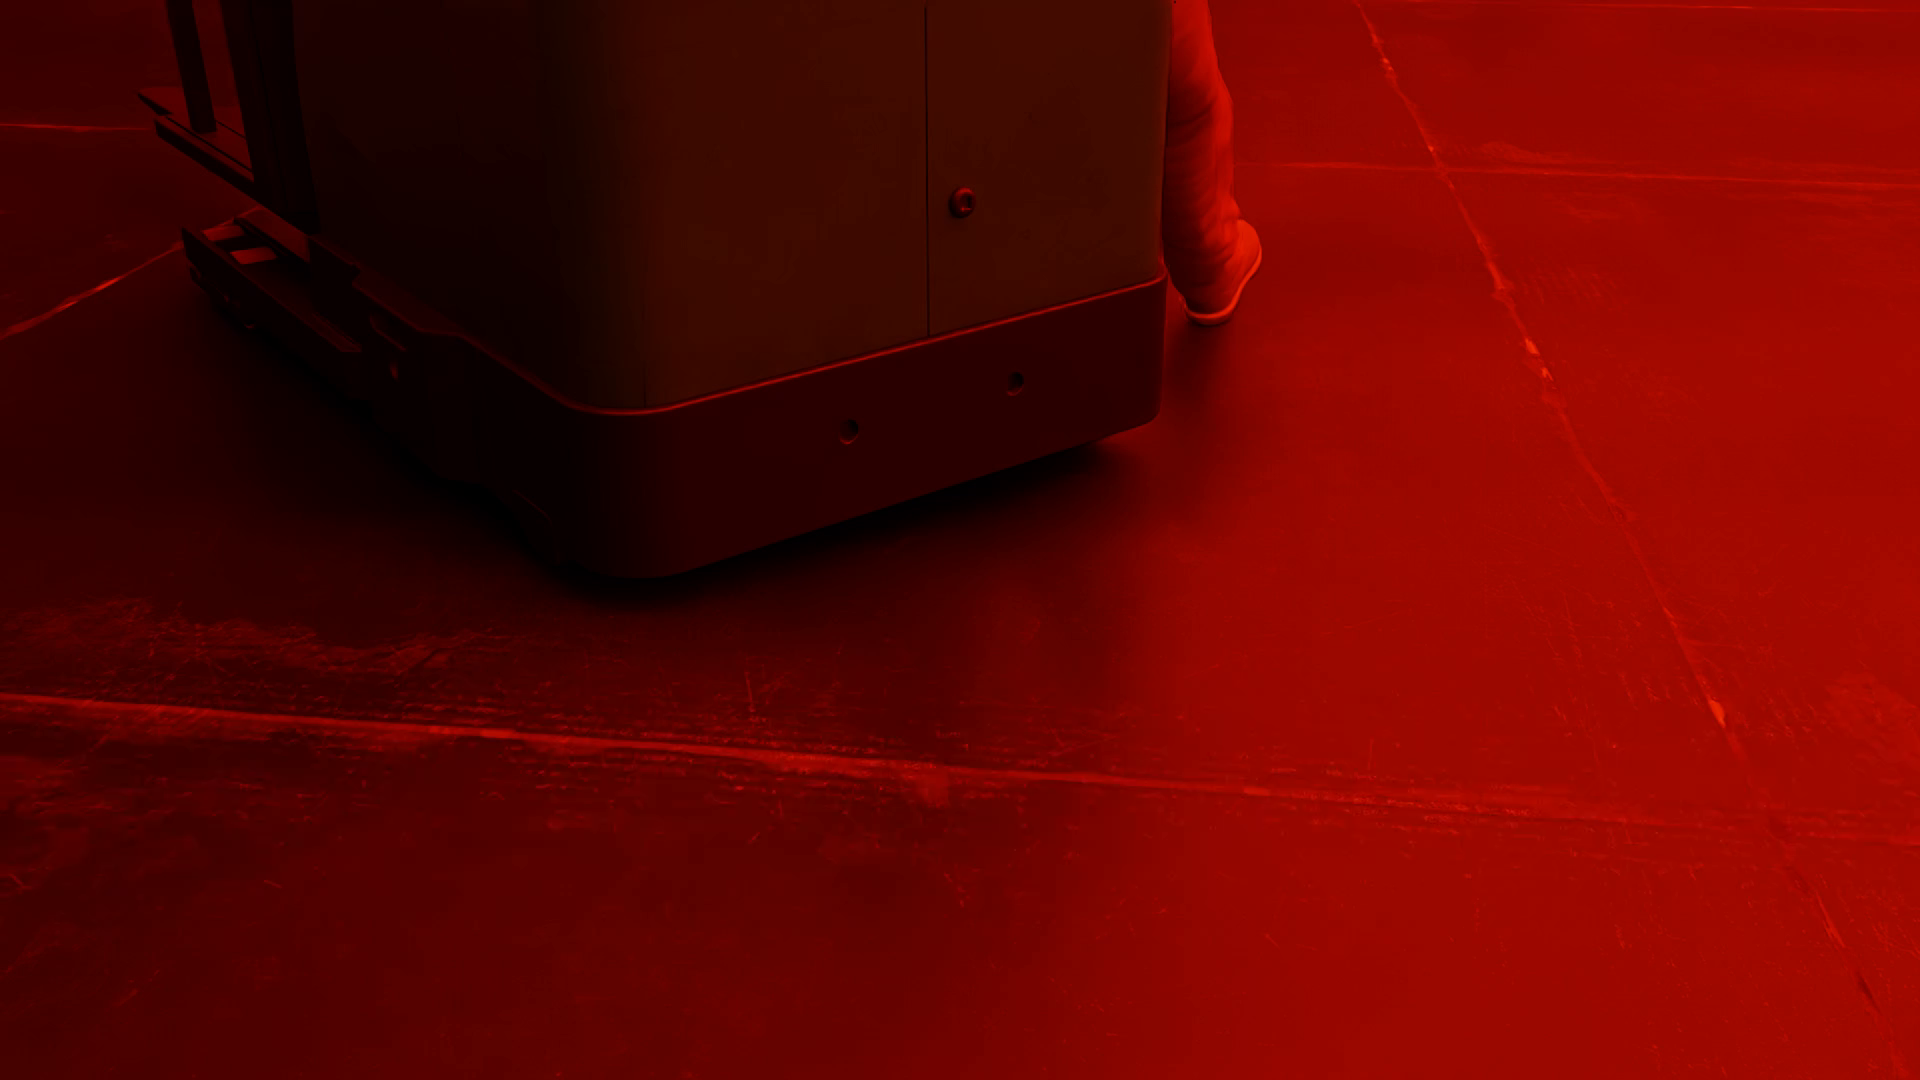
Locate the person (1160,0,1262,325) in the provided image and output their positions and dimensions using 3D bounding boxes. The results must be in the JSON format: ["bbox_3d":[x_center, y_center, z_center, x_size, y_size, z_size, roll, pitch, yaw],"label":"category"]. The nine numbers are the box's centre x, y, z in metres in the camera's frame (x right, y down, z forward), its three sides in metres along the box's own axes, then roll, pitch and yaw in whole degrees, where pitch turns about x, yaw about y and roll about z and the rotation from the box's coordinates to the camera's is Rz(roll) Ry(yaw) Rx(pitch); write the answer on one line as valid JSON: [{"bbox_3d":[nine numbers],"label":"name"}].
[{"bbox_3d":[0.126,-1.080,2.948,0.965,1.516,0.960,8,28,15],"label":"person"}]

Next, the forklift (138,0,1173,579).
[{"bbox_3d":[-0.964,-1.853,2.931,1.130,2.935,3.031,-19,32,-33],"label":"forklift"}]
